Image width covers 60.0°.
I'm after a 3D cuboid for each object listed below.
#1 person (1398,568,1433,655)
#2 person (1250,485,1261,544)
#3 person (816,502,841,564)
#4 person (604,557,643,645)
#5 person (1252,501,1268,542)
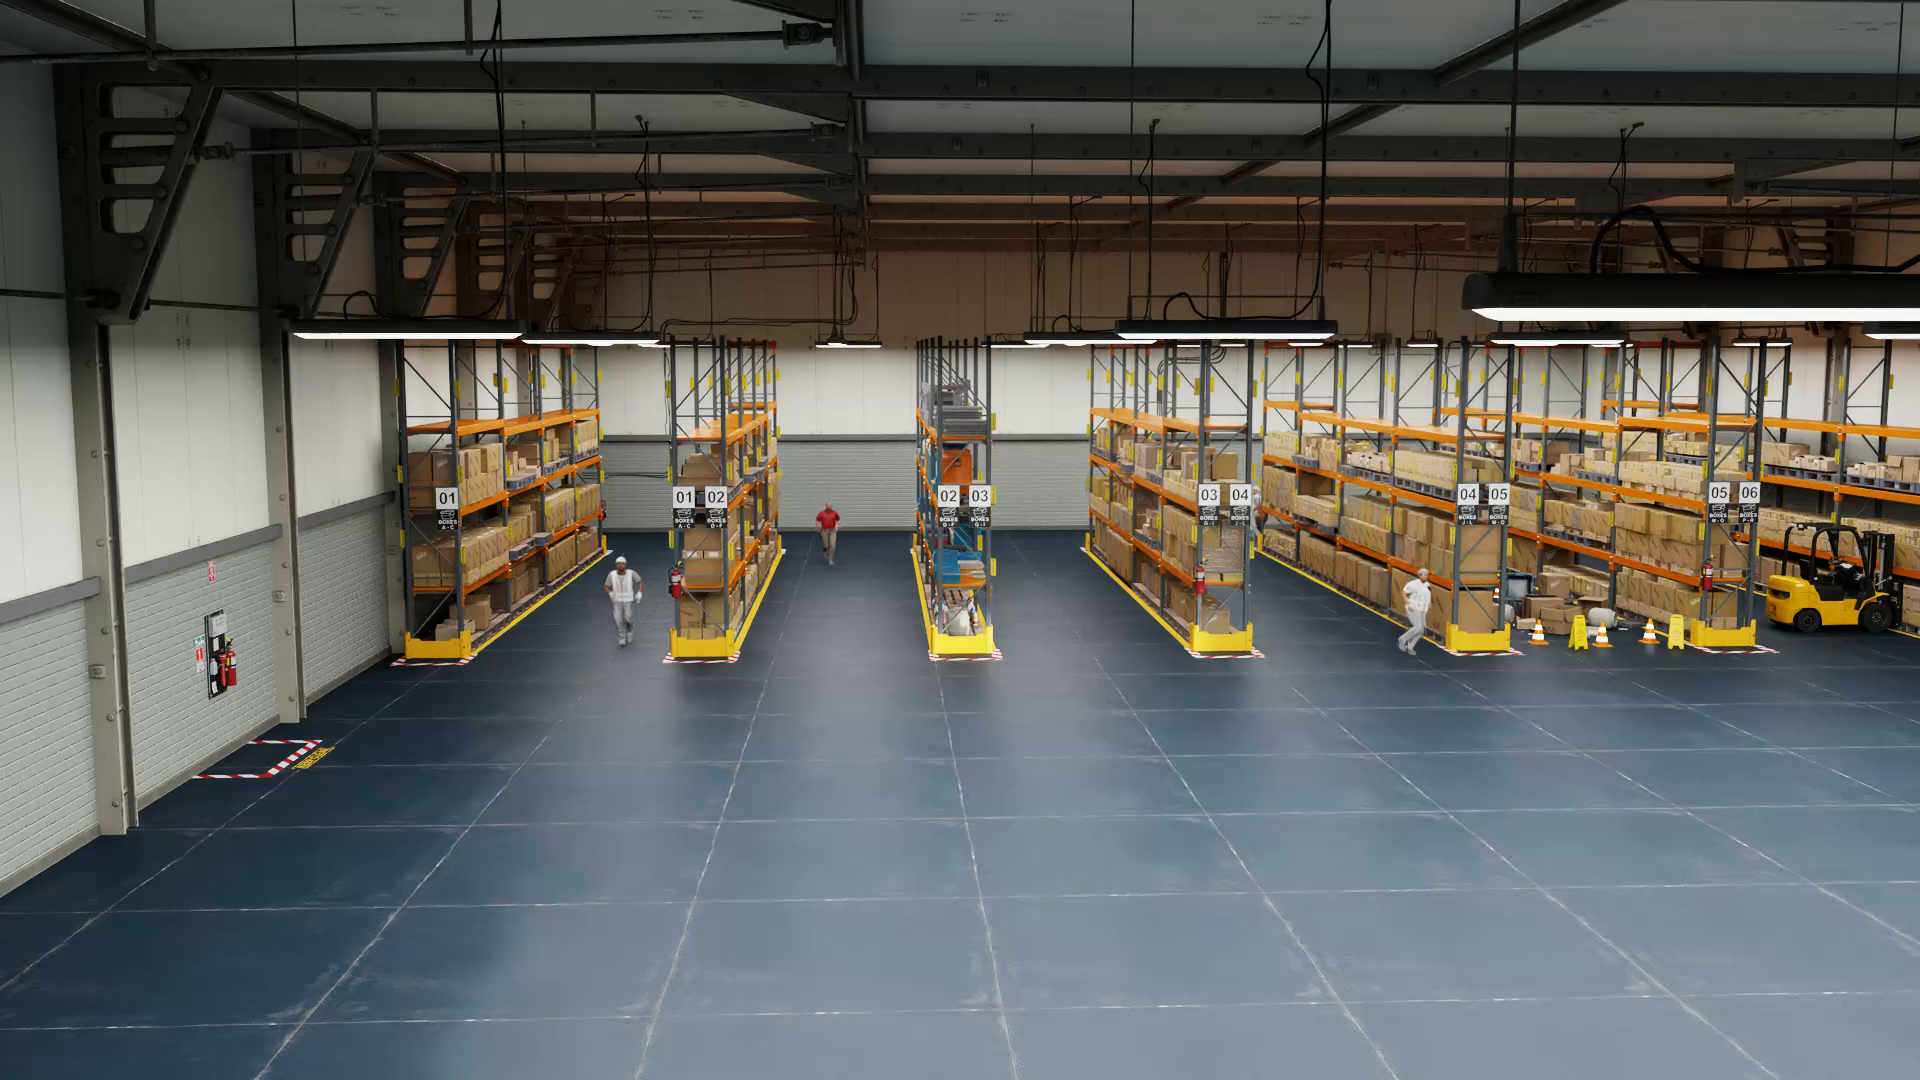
[{"bbox_3d":[8.700,1.352,31.532,0.661,1.623,0.502,-4,7,-30],"label":"person"},{"bbox_3d":[8.699,-0.750,49.270,0.629,1.762,0.674,0,6,0],"label":"person"},{"bbox_3d":[-3.546,-0.199,44.880,0.675,1.685,0.606,-1,7,-13],"label":"person"},{"bbox_3d":[-6.524,1.191,32.219,0.724,1.737,0.604,-1,7,-6],"label":"person"},{"bbox_3d":[8.908,-0.699,49.144,0.566,1.682,0.759,2,7,18],"label":"person"}]
